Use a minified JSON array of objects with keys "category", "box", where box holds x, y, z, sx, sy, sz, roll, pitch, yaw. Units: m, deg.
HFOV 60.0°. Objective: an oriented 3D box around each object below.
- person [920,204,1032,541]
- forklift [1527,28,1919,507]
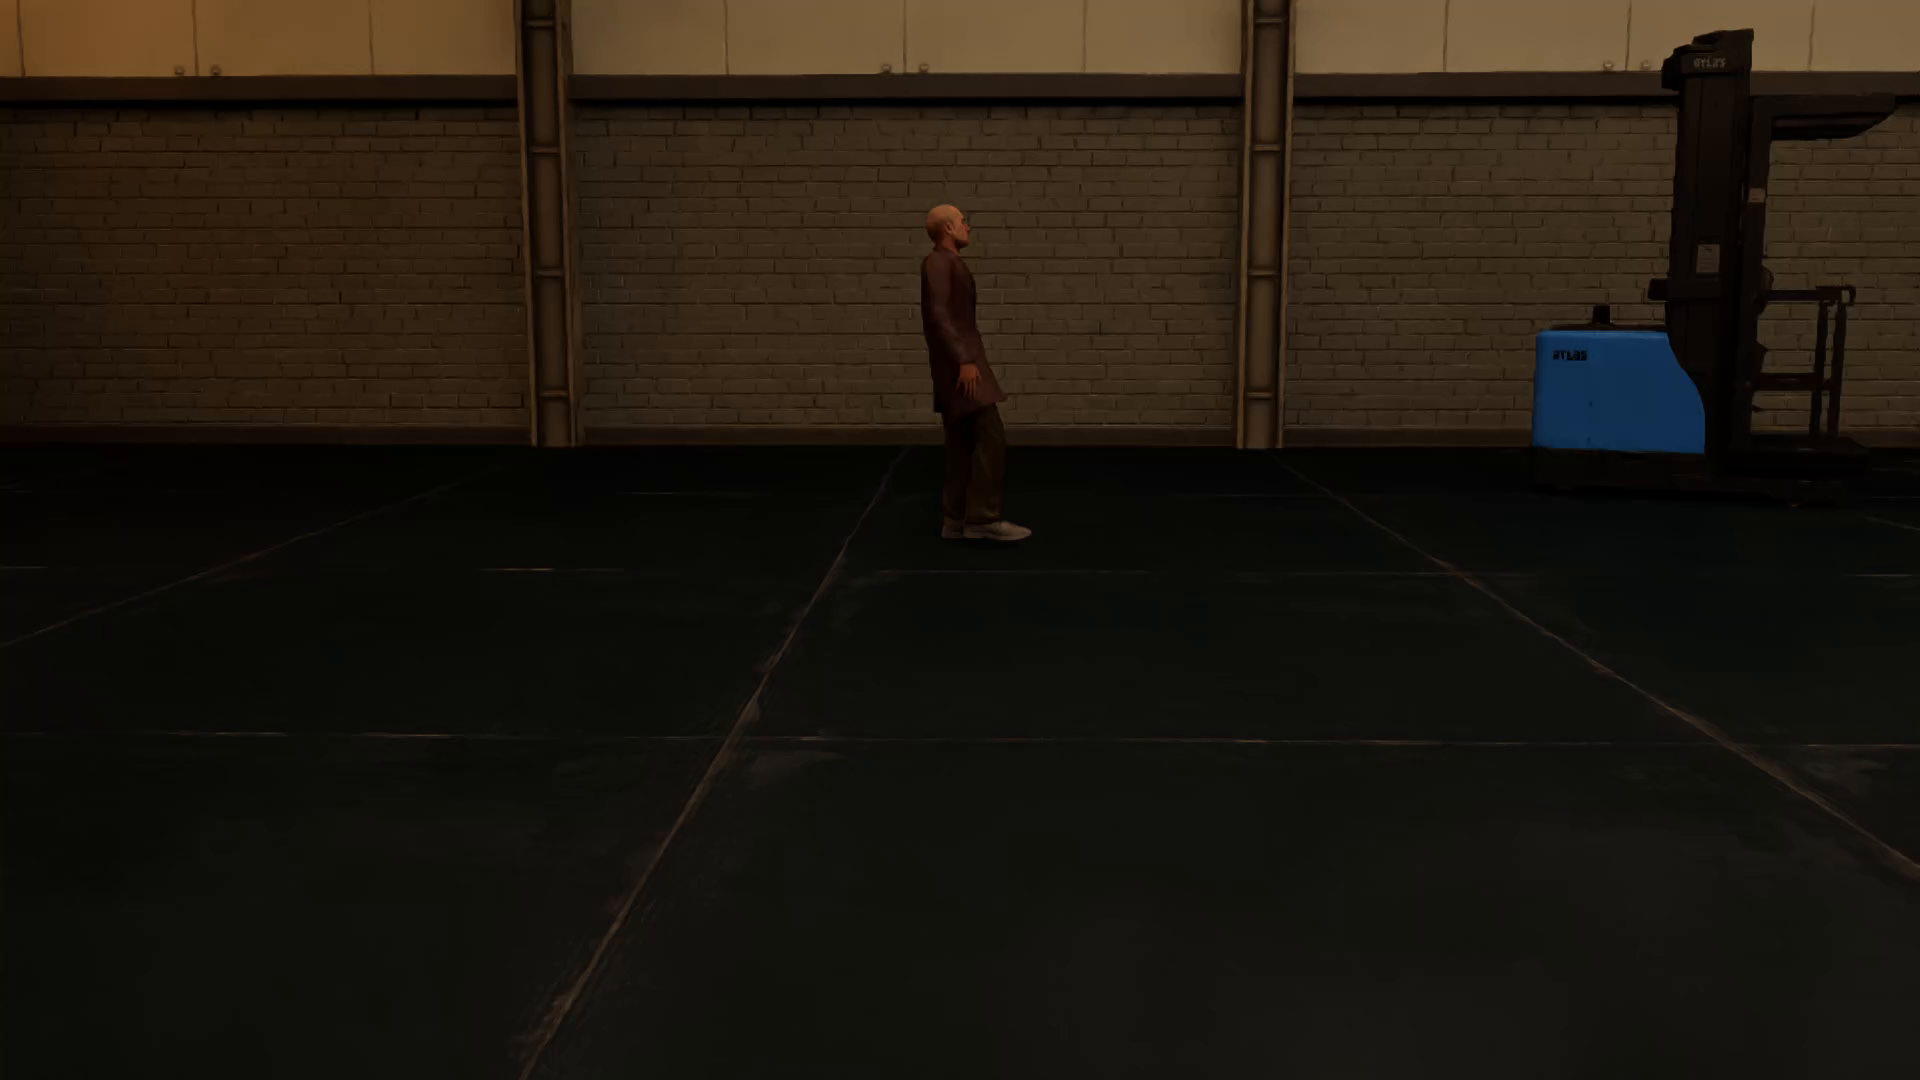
[{"category":"person","box":[0.089,-0.881,8.860,0.586,1.764,0.694,0,9,1]},{"category":"forklift","box":[5.339,-1.742,10.703,3.031,2.935,1.130,3,9,21]}]
